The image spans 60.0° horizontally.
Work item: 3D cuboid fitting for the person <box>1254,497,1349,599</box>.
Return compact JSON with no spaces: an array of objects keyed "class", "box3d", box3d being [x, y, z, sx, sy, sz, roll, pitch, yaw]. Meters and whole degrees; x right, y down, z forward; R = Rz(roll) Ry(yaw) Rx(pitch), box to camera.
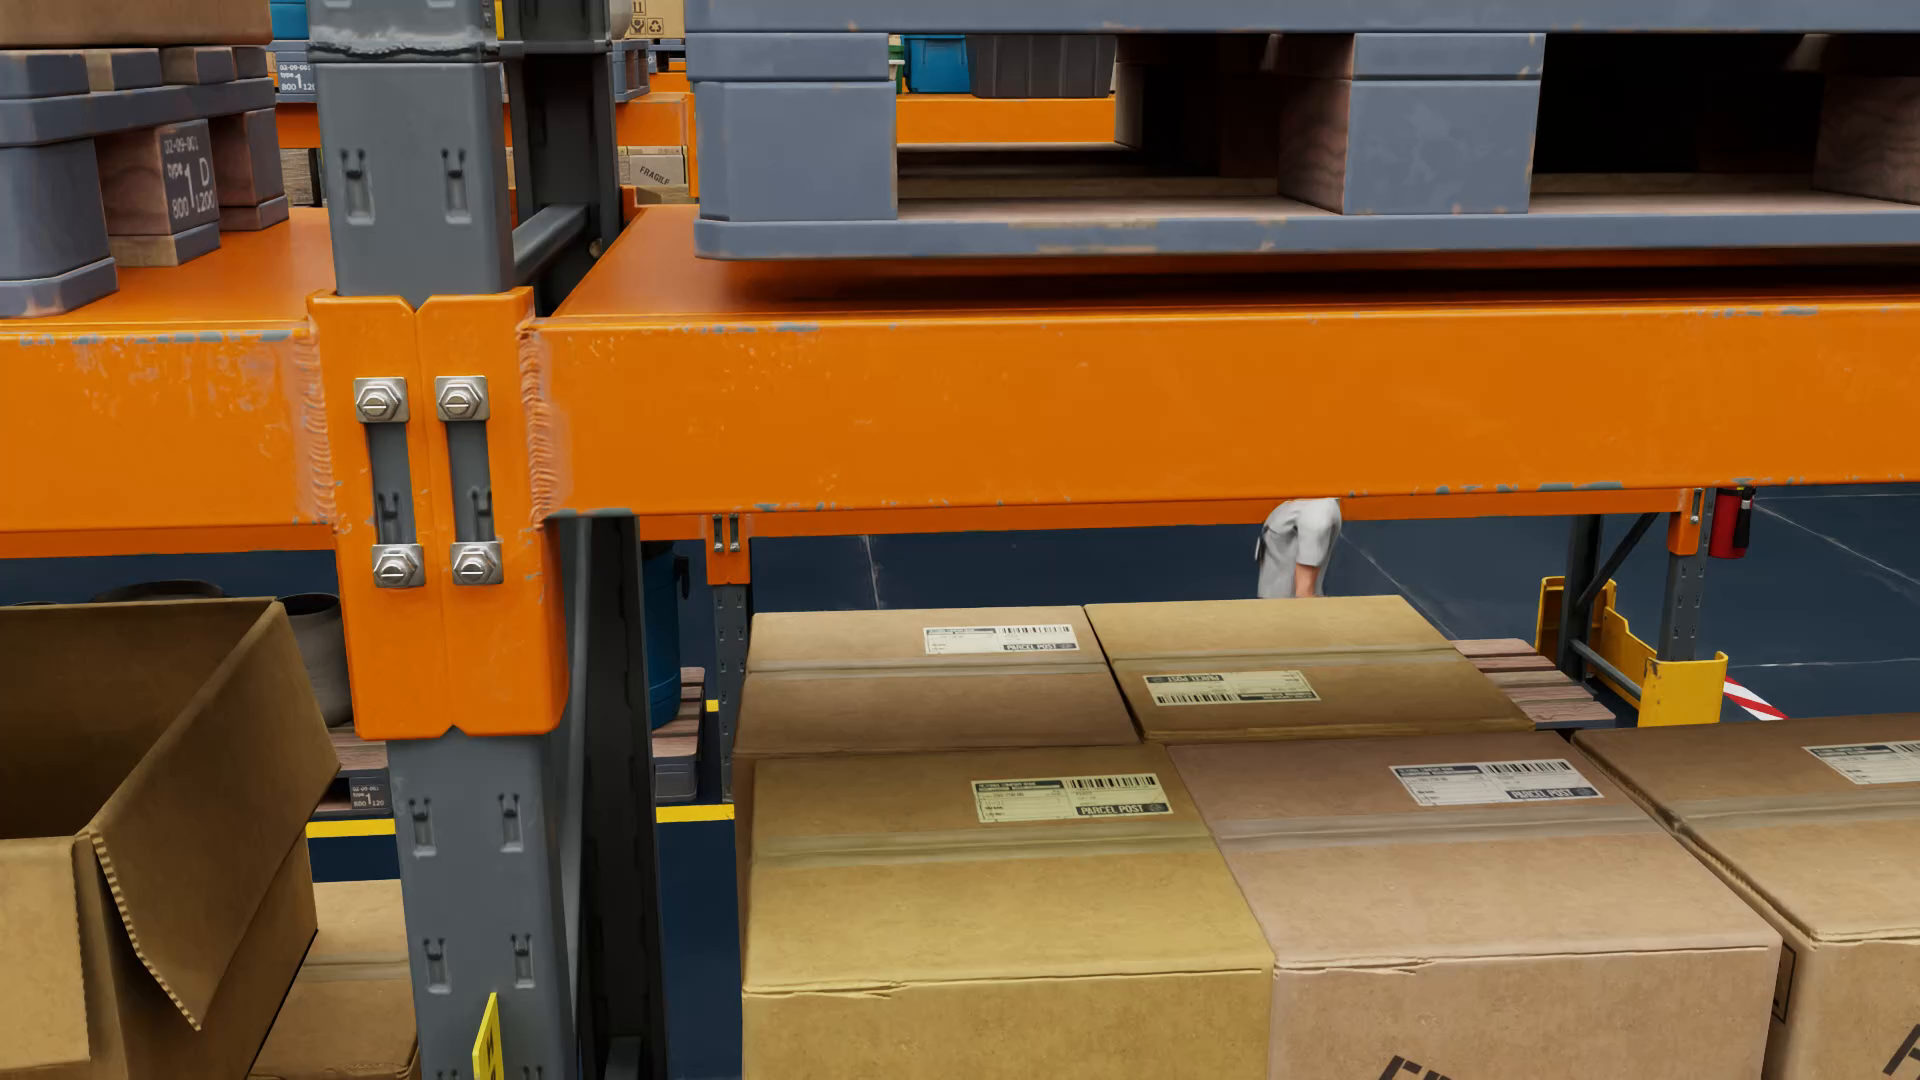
[{"class":"person","box3d":[1.231,0.340,6.348,0.500,1.661,0.472,4,17,13]}]
